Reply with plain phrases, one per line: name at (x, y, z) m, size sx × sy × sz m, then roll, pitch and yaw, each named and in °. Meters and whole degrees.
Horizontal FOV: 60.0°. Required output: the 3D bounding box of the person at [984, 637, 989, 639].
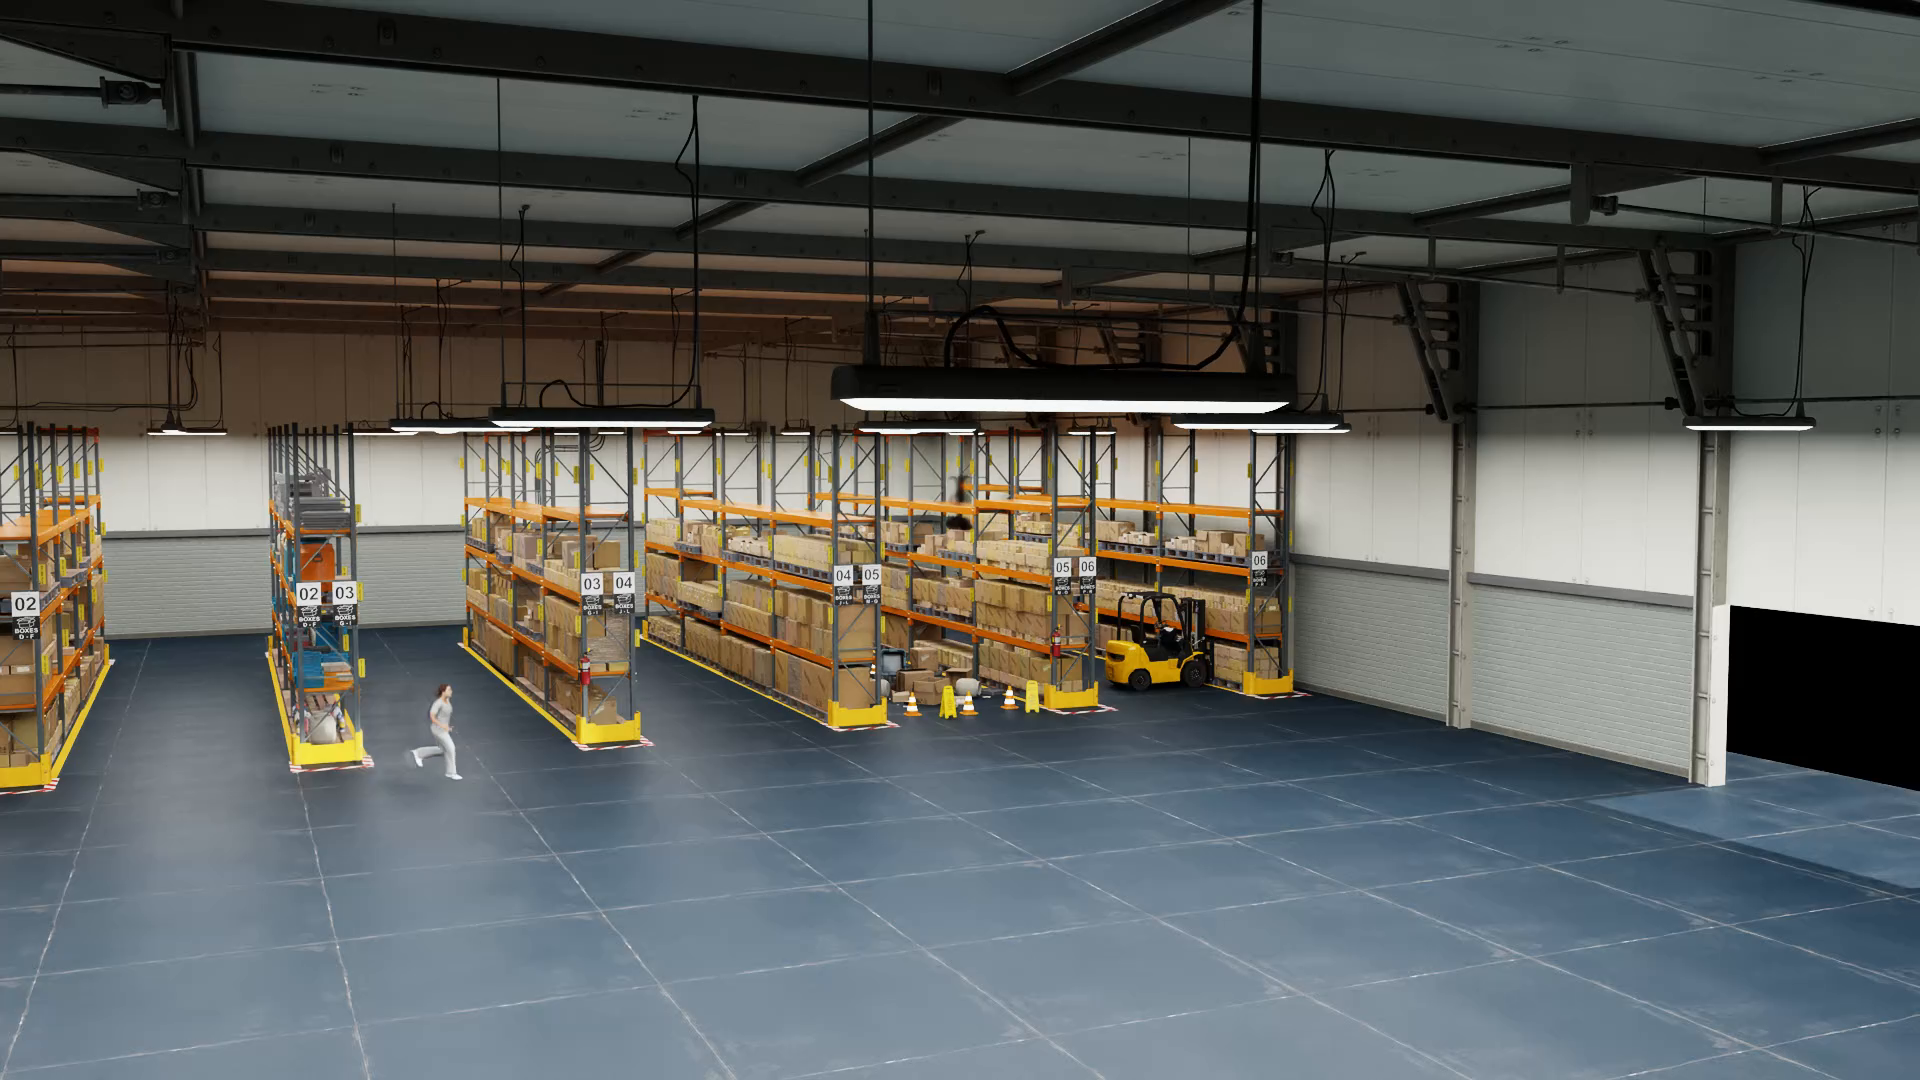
person at (0.857, 2.264, 43.452) m, size 0.616 × 1.725 × 0.751 m, roll -2°, pitch 4°, yaw -25°

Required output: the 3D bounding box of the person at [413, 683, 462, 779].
person at (-8.806, 3.223, 27.963) m, size 0.823 × 1.649 × 0.574 m, roll 0°, pitch 3°, yaw 1°
